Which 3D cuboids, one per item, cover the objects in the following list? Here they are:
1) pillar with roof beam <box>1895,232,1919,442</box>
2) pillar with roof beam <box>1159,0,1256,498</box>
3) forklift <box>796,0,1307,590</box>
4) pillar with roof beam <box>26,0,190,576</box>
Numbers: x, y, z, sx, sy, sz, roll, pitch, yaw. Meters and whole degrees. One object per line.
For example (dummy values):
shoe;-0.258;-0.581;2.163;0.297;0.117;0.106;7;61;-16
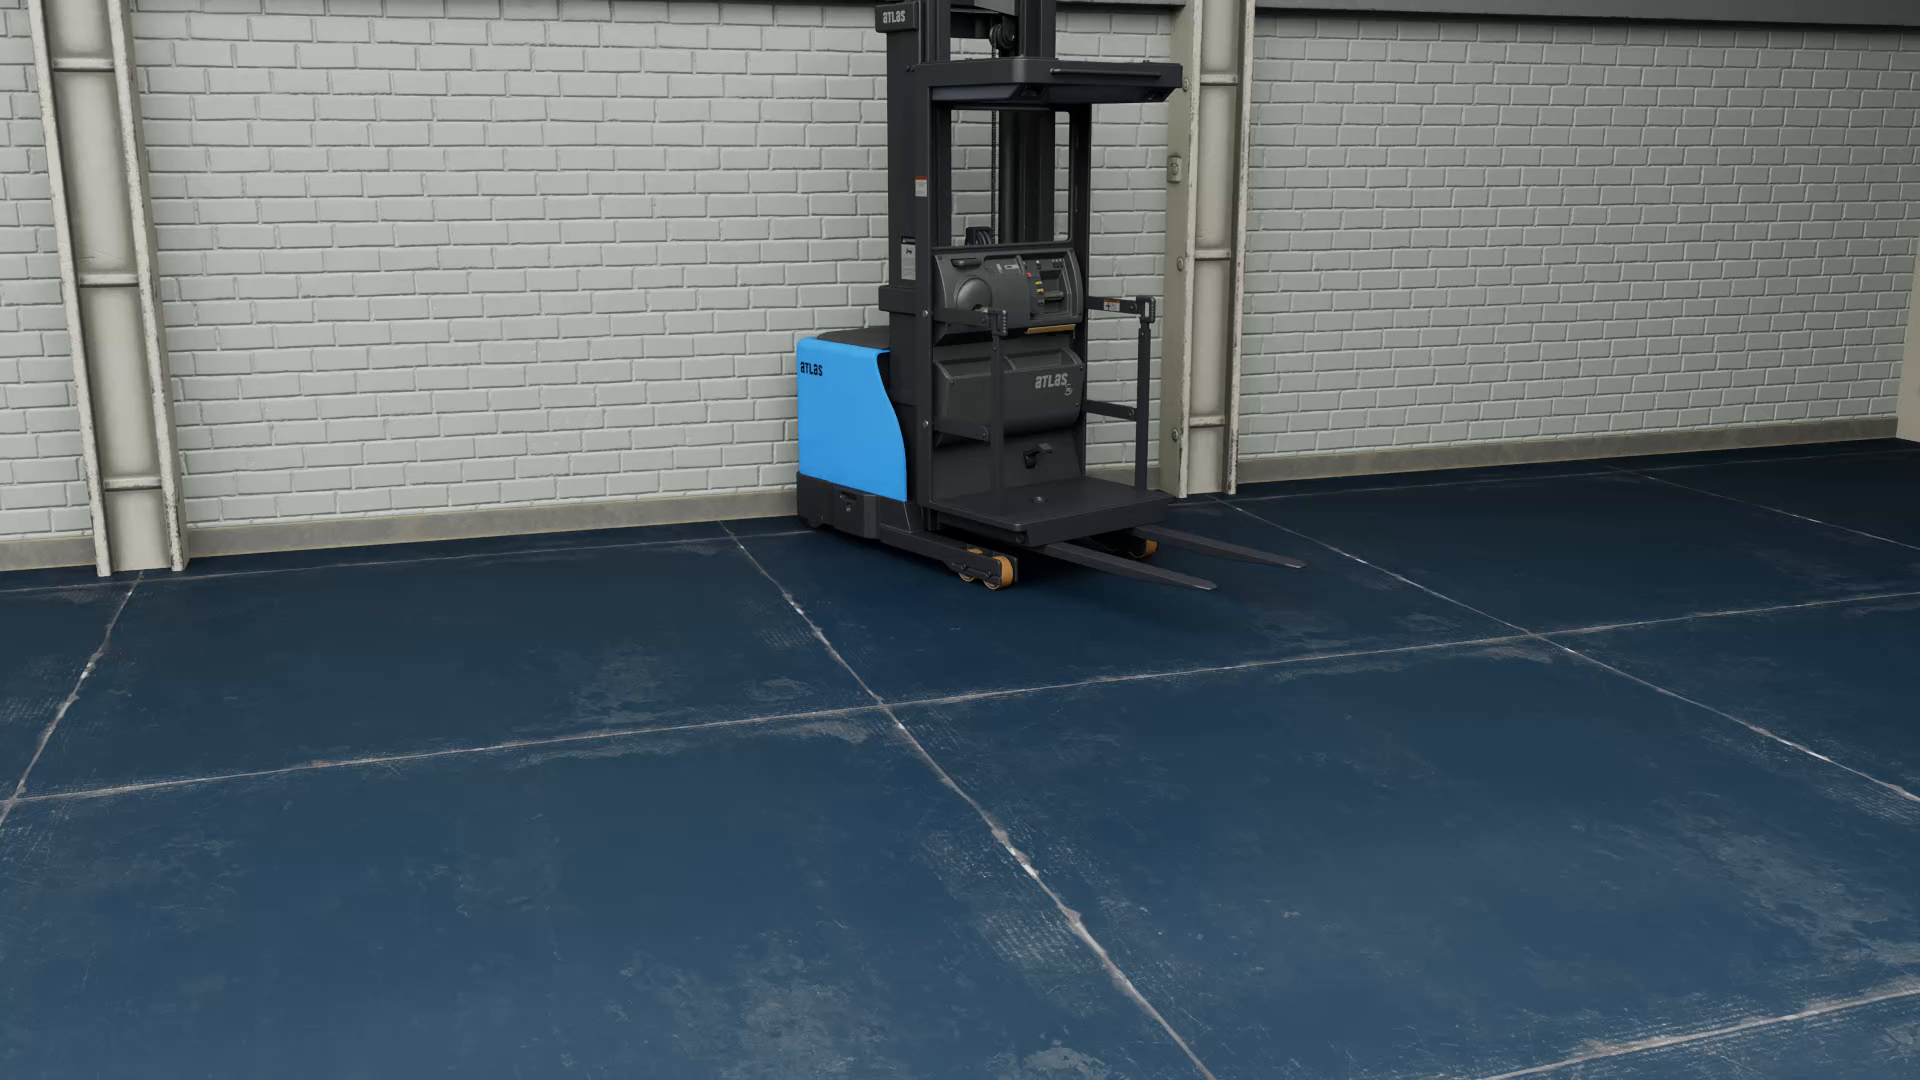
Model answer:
pillar with roof beam;8.545;-4.184;7.286;0.400;9.000;9.100;-4;14;-18
pillar with roof beam;2.859;-3.741;5.424;0.400;9.000;9.100;-4;14;-18
forklift;0.393;-1.314;8.333;1.130;2.935;3.031;-11;17;-38
pillar with roof beam;-2.828;-3.298;3.562;0.400;9.000;9.100;-4;14;-18
